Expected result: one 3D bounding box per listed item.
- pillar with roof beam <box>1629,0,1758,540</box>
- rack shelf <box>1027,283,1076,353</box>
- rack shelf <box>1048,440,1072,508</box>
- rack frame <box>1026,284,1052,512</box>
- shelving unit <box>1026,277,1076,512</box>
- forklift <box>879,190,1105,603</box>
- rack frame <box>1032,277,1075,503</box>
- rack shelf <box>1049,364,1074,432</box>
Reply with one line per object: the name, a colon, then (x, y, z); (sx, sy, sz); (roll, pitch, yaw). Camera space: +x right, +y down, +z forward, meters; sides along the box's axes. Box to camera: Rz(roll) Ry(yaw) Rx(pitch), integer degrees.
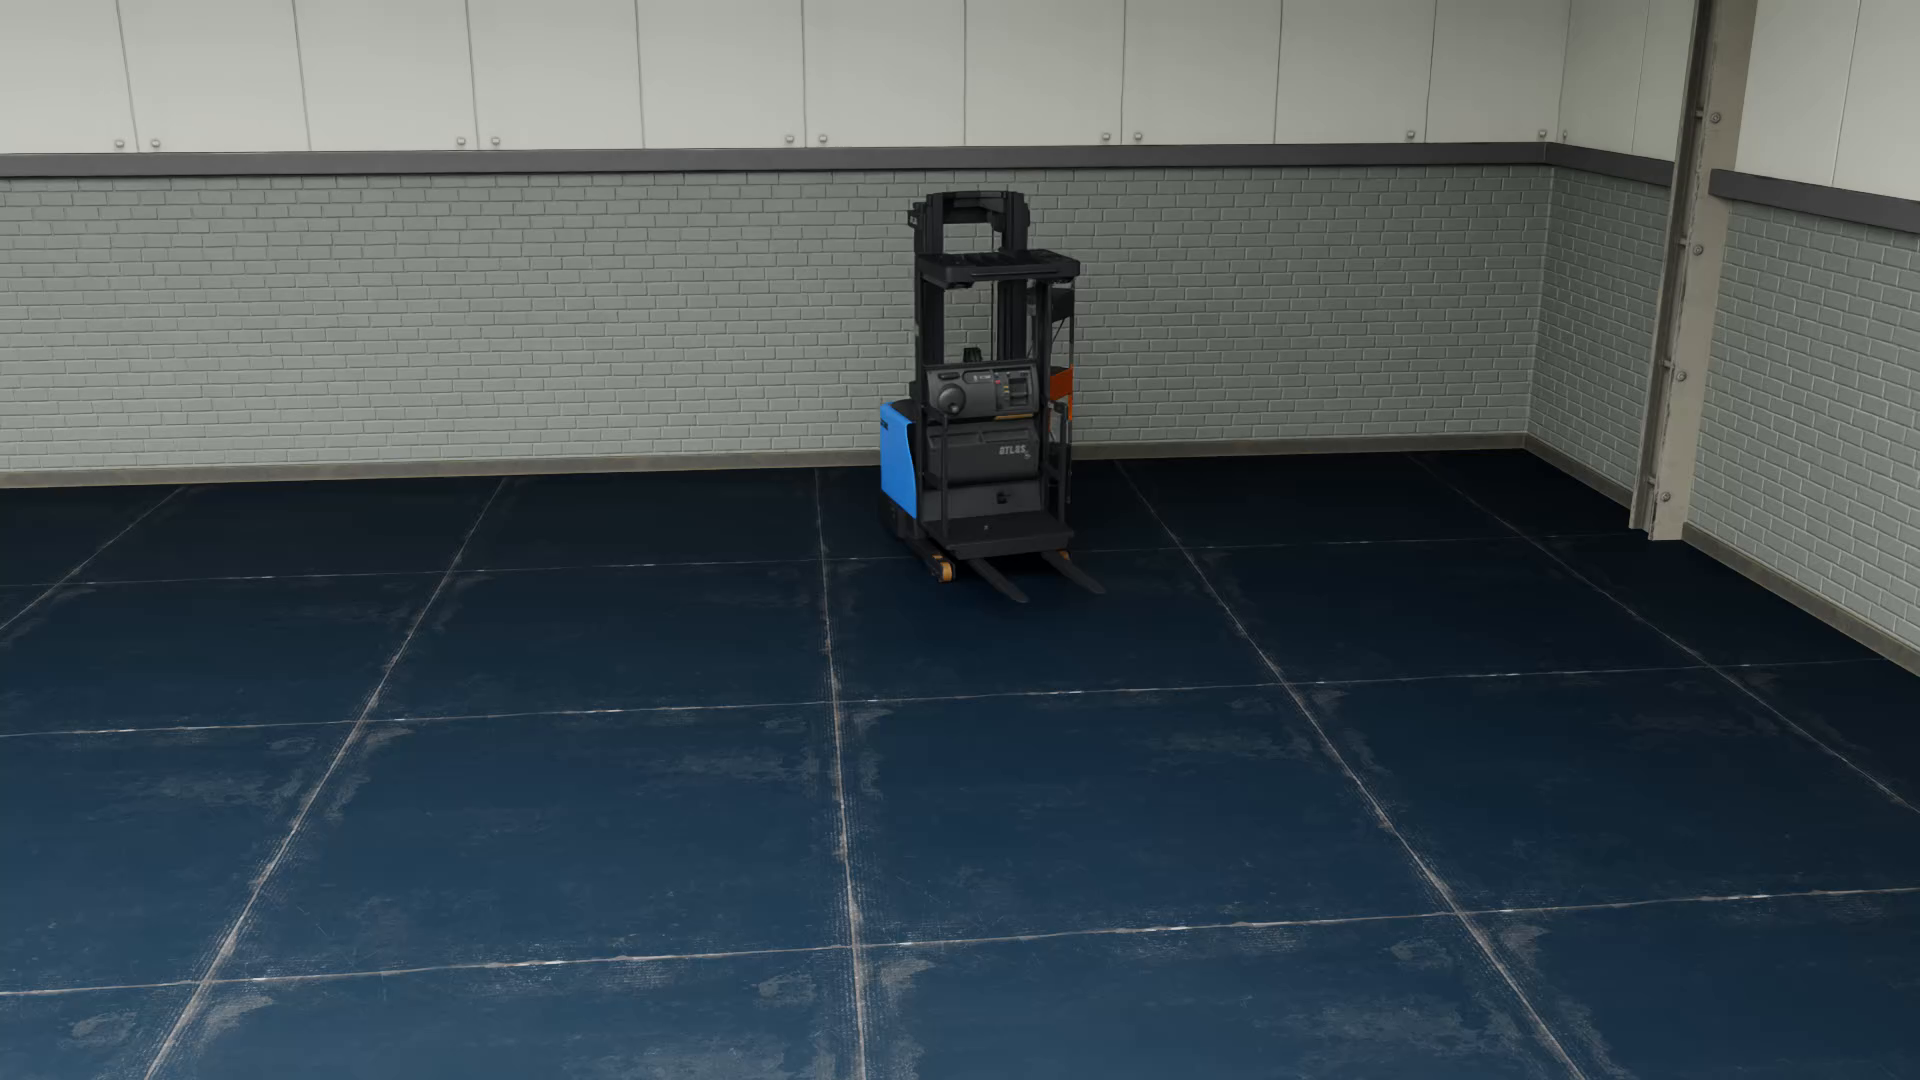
pillar with roof beam: (1.736, -4.222, 12.601); (9.100, 9.000, 0.400); (-2, 18, -6)
rack shelf: (0.719, -1.957, 14.613); (0.431, 0.518, 0.480); (9, 20, 26)
rack shelf: (0.719, -0.621, 15.032); (0.431, 0.518, 0.480); (9, 20, 26)
rack frame: (0.605, -1.237, 14.612); (0.400, 2.100, 0.015); (9, 20, 26)
shelving unit: (0.719, -1.302, 14.818); (0.431, 2.100, 0.503); (9, 20, 26)
forklift: (0.257, -1.197, 13.098); (1.130, 2.935, 3.031); (-6, 18, -18)
rack frame: (0.832, -1.367, 15.025); (0.400, 2.100, 0.015); (9, 20, 26)
rack shelf: (0.719, -1.289, 14.823); (0.431, 0.518, 0.480); (9, 20, 26)
